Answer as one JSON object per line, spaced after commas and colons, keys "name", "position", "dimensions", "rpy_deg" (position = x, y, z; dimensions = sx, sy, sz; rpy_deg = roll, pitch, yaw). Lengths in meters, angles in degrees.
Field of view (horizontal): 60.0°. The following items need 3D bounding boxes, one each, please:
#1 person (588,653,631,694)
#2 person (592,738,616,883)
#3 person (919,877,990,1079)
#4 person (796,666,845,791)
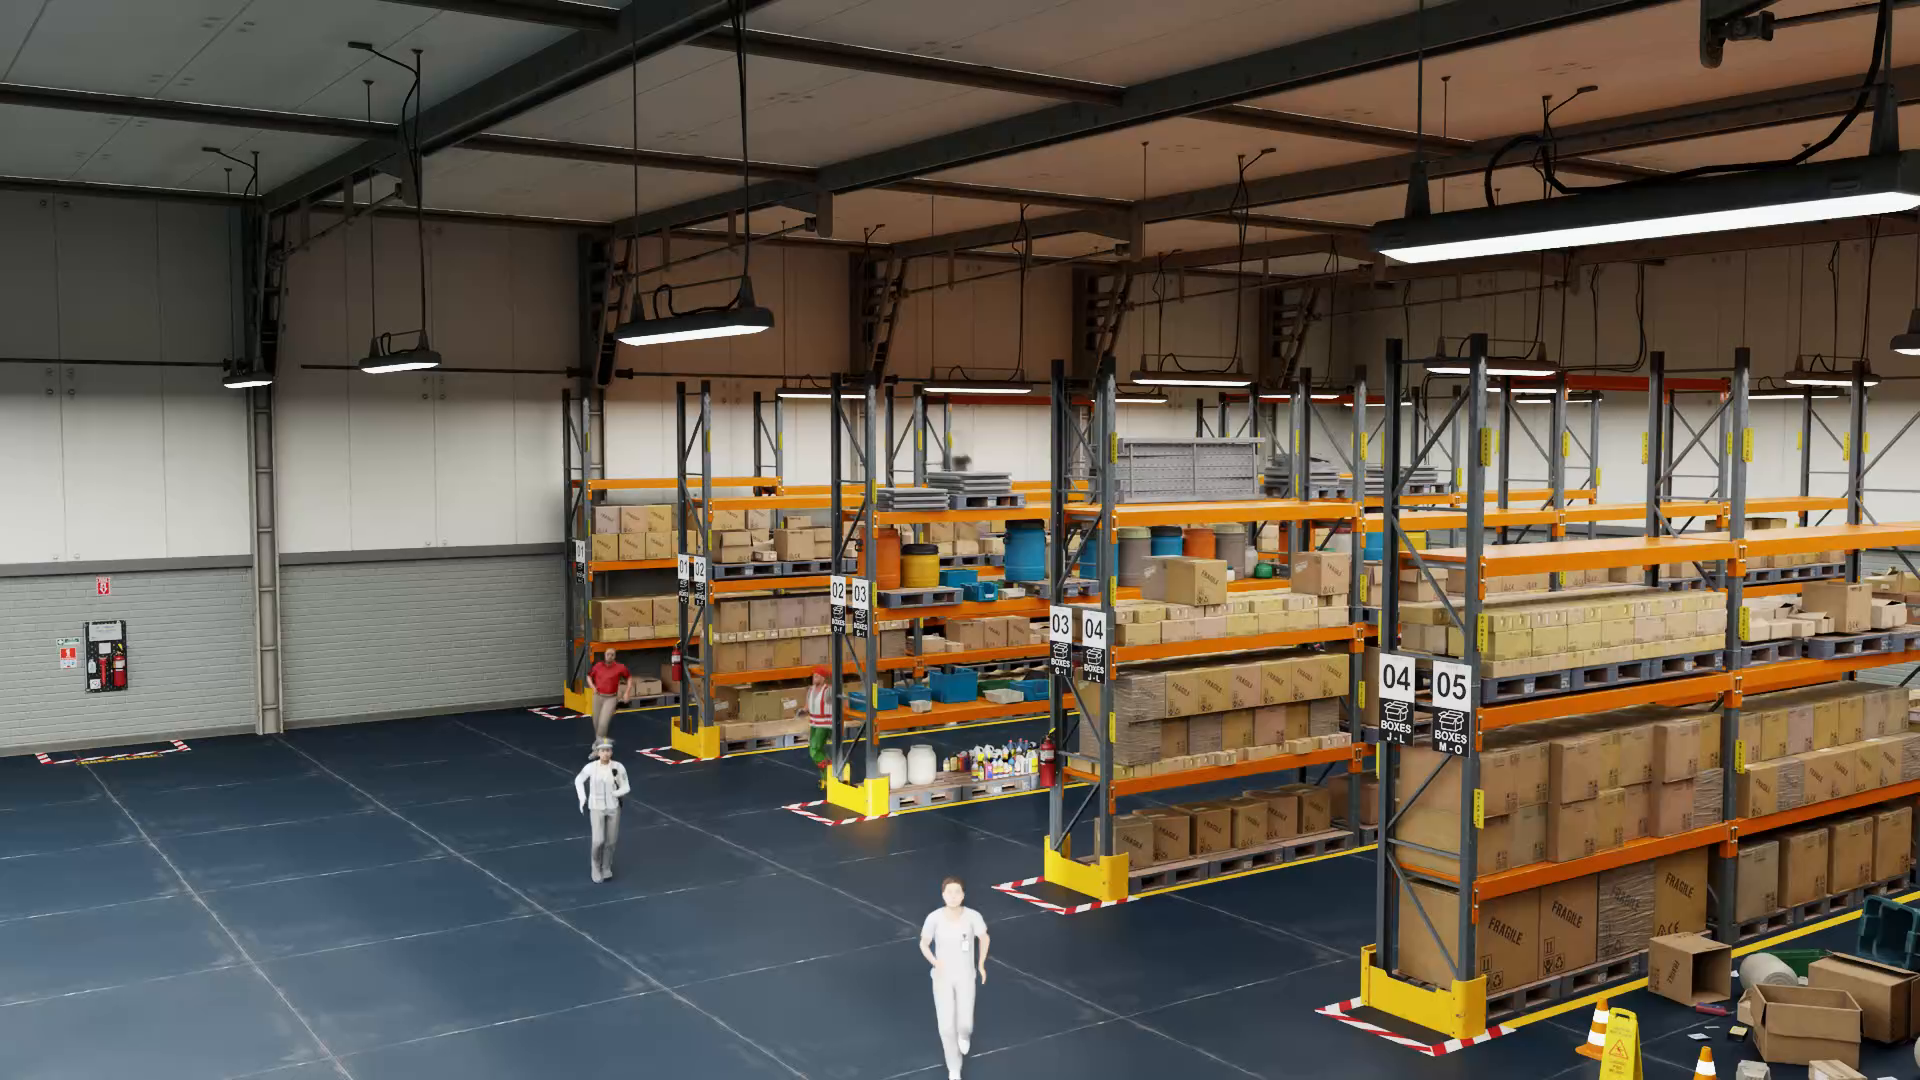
{"name": "person", "position": [-5.662, 2.136, 26.681], "dimensions": [0.663, 0.682, 0.412], "rpy_deg": [1, 4, 9]}
{"name": "person", "position": [-4.106, 3.086, 19.167], "dimensions": [0.316, 1.674, 0.404], "rpy_deg": [-1, 4, -19]}
{"name": "person", "position": [-0.043, 3.503, 13.318], "dimensions": [0.565, 1.629, 0.567], "rpy_deg": [0, 4, 0]}
{"name": "person", "position": [-2.028, 2.734, 24.104], "dimensions": [0.693, 1.806, 0.670], "rpy_deg": [-3, 5, -43]}
